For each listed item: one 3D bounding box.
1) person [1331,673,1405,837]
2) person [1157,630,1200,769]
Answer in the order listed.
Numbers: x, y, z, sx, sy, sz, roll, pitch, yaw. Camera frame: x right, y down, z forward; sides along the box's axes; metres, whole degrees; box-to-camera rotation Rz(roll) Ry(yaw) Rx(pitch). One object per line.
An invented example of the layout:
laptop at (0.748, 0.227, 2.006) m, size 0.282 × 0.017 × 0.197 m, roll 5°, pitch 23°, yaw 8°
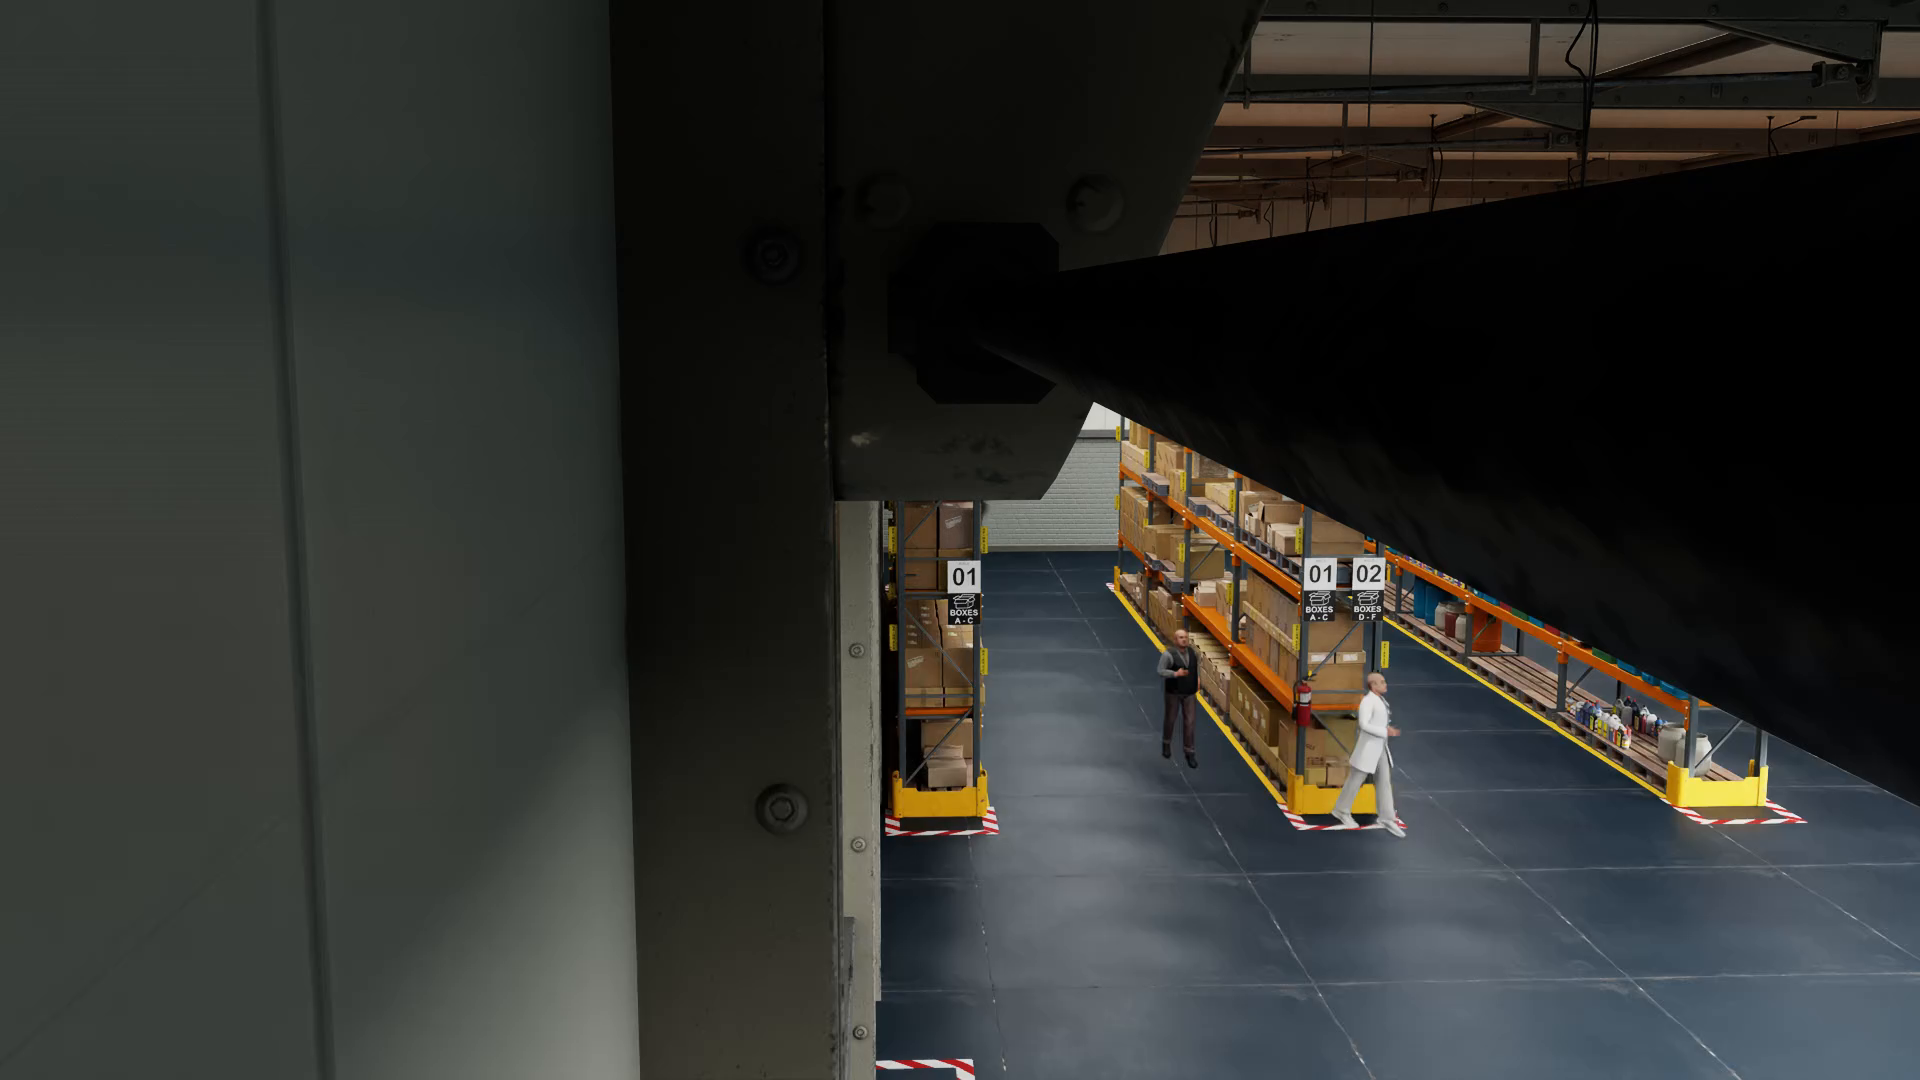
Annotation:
person at (4.757, 2.433, 19.093) m, size 0.882 × 1.821 × 0.725 m, roll 6°, pitch 10°, yaw 35°
person at (2.891, 2.046, 21.839) m, size 0.691 × 1.764 × 0.835 m, roll -2°, pitch 9°, yaw -15°
